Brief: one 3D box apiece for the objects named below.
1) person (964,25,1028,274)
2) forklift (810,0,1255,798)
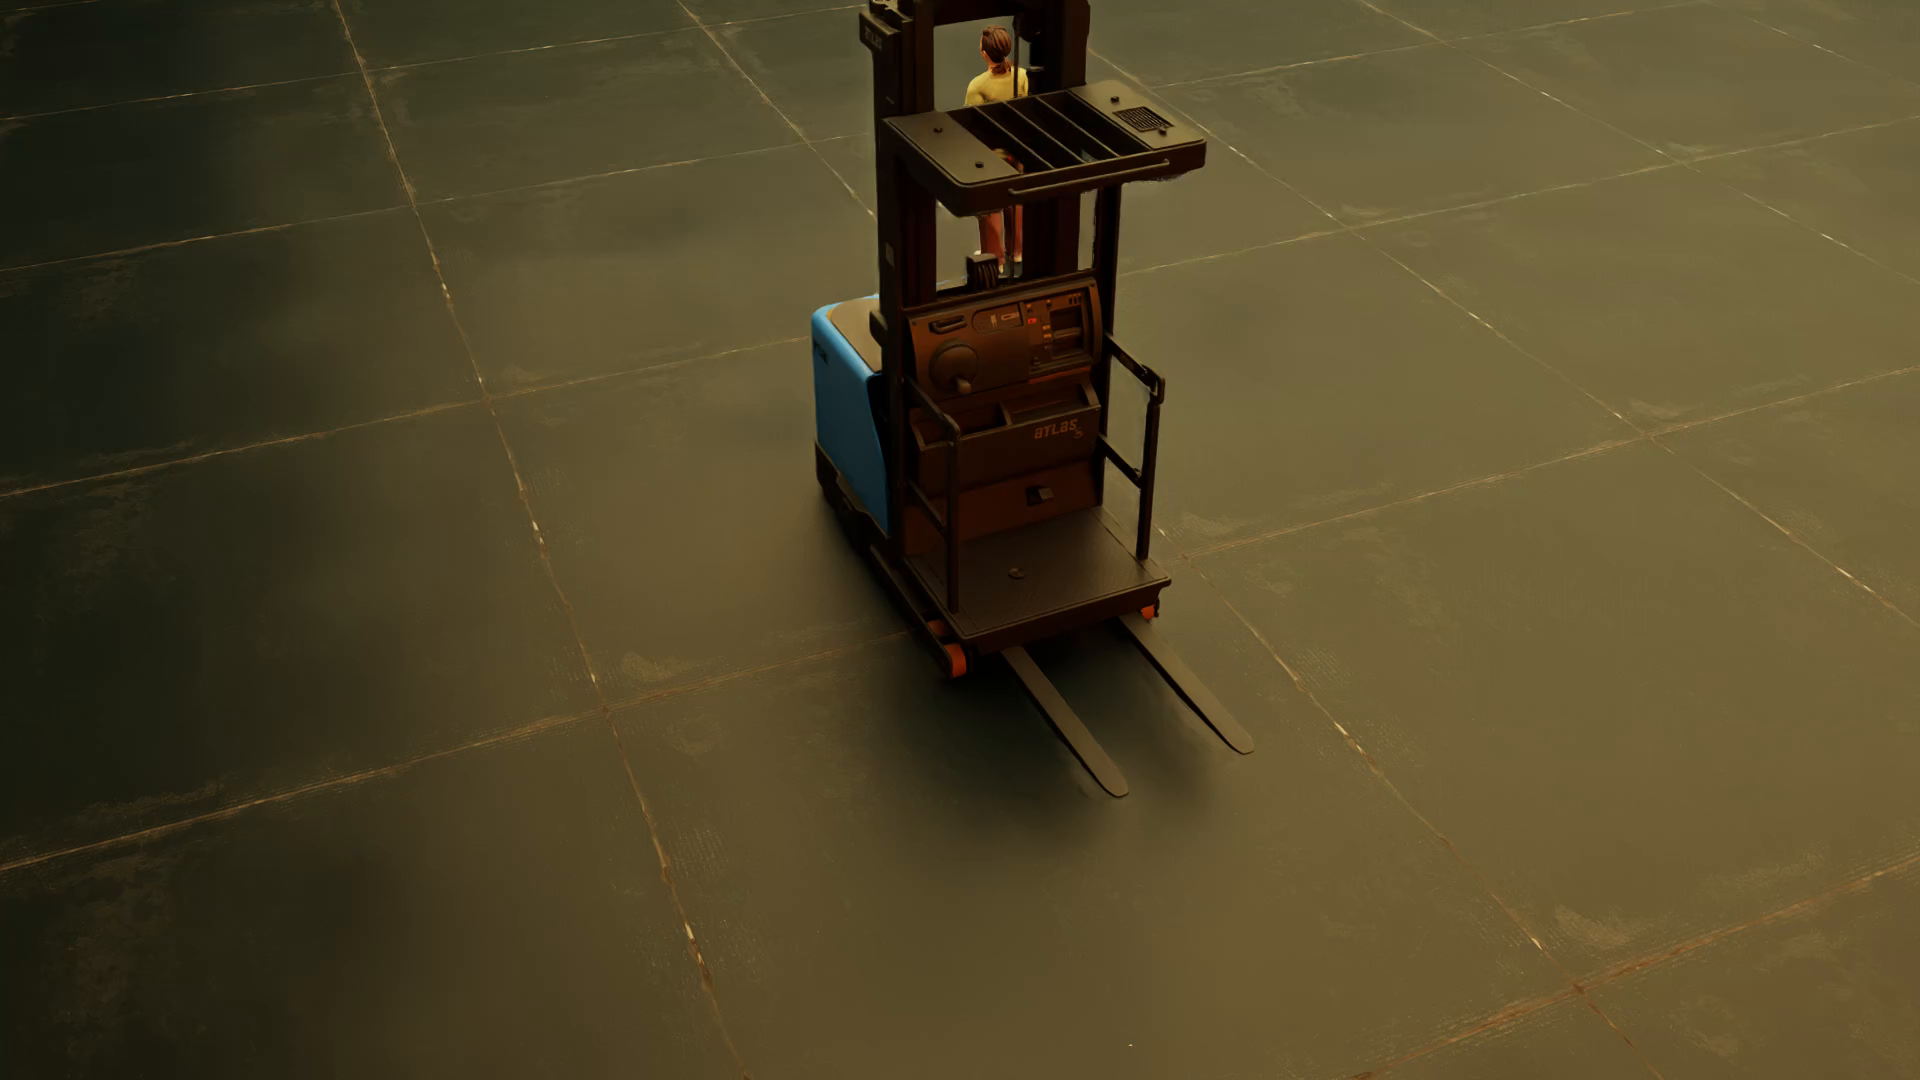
[{"bbox_3d":[0.211,-2.515,10.725,0.555,1.652,0.548,-13,37,-18],"label":"person"},{"bbox_3d":[0.303,-0.841,7.282,1.130,2.935,3.031,-15,38,-20],"label":"forklift"}]
